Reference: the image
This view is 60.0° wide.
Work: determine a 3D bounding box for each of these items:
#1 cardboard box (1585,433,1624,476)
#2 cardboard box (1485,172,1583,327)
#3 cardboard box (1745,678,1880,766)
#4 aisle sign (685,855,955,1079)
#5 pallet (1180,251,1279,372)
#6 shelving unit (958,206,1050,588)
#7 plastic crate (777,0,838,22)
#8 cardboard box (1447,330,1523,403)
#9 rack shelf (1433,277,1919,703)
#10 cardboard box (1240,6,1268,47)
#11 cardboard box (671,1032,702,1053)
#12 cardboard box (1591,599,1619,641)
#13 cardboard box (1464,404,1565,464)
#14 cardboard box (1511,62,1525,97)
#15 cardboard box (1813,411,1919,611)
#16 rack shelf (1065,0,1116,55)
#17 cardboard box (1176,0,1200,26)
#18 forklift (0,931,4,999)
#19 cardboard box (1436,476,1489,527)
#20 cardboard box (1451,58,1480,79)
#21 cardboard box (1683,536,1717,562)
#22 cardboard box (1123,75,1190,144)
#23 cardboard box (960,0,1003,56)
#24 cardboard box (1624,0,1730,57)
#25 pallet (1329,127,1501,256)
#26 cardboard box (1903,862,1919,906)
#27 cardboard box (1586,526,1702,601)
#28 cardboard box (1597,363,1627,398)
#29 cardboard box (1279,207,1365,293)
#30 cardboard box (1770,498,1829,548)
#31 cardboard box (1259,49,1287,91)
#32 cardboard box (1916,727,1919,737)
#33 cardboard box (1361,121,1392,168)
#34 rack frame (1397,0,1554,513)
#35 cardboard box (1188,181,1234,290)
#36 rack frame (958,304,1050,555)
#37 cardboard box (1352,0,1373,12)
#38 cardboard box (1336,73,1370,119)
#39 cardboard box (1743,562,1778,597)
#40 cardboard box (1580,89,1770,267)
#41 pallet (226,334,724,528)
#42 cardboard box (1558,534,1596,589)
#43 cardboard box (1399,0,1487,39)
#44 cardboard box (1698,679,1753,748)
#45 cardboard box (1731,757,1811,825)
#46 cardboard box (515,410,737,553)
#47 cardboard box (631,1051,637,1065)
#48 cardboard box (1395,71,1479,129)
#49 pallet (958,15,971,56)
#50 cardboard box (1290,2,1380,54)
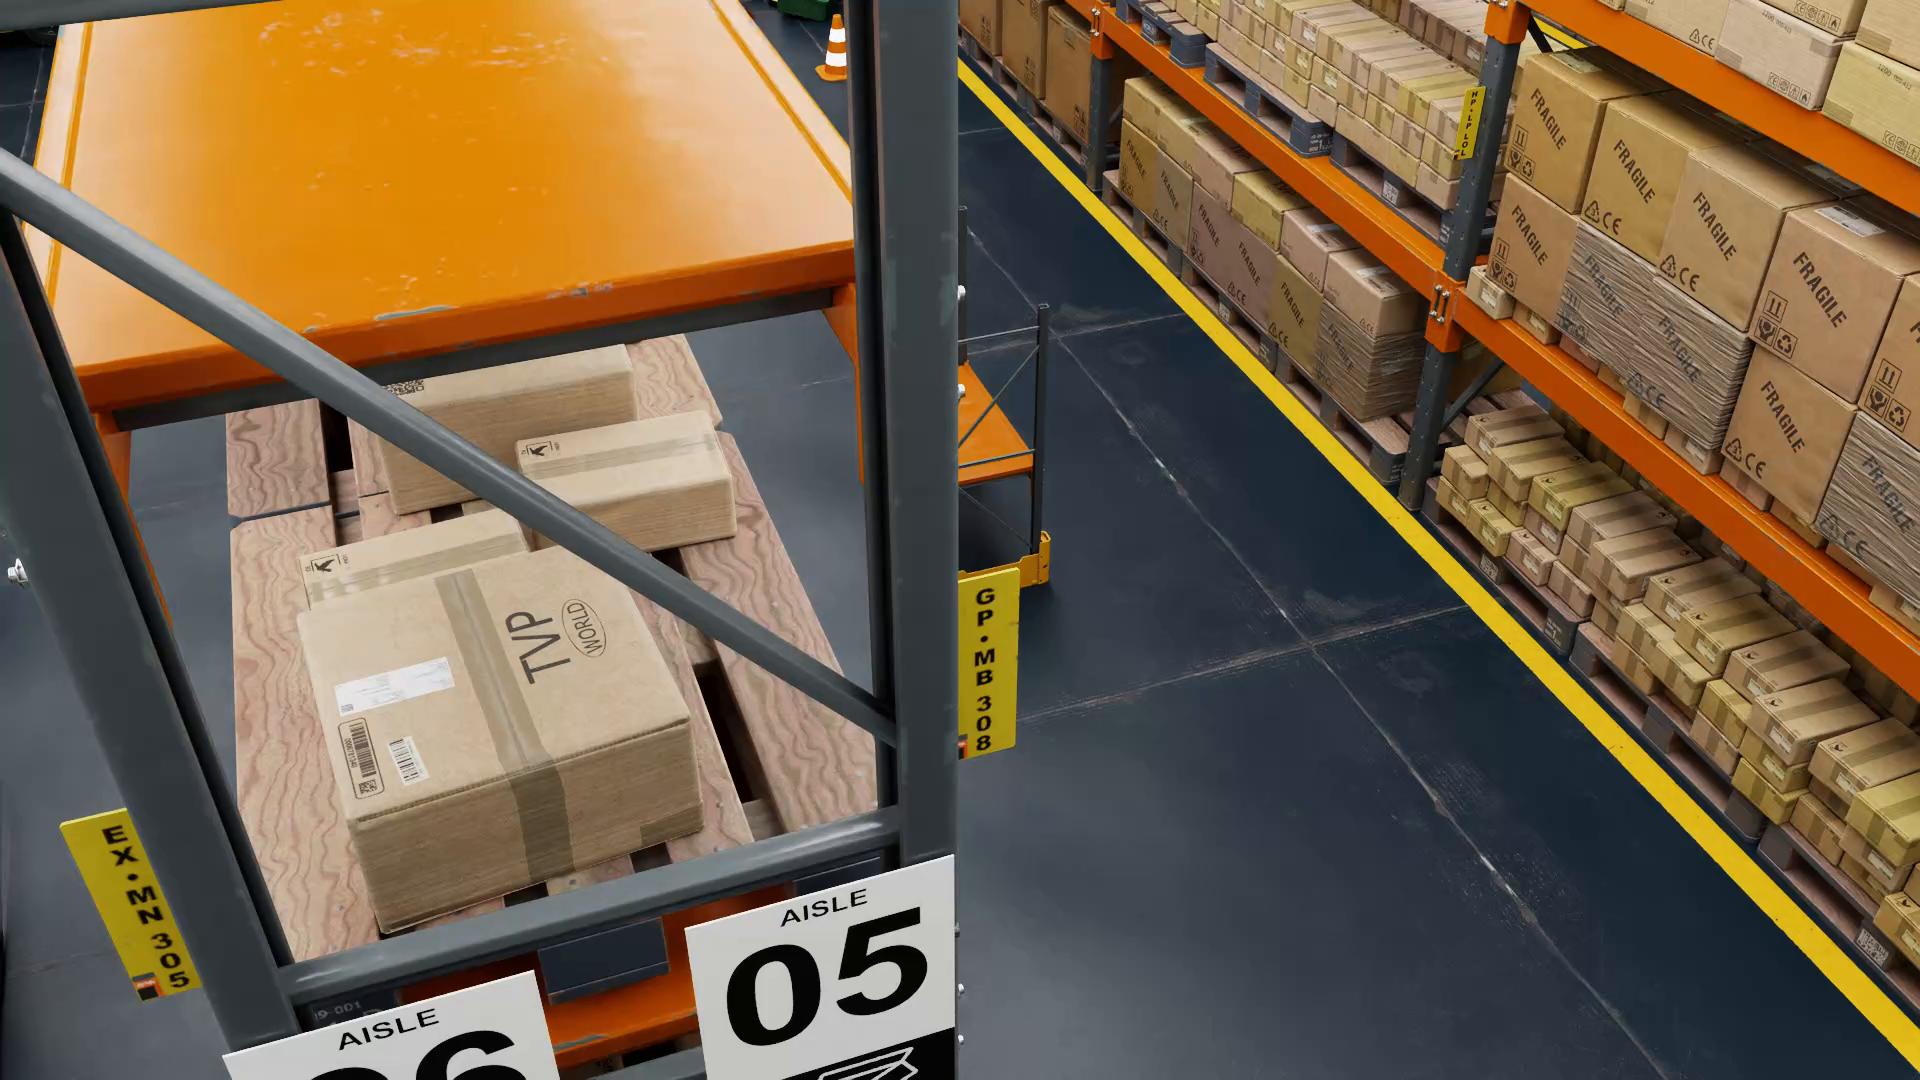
[{"bbox_3d":[3.237,-0.457,7.950,0.380,0.149,0.250,-12,39,-15],"label":"cardboard box"},{"bbox_3d":[2.679,-1.301,7.214,0.500,0.500,0.500,-13,39,-17],"label":"cardboard box"},{"bbox_3d":[3.287,0.699,6.415,0.380,0.149,0.250,-11,38,-14],"label":"cardboard box"},{"bbox_3d":[-0.194,0.810,2.581,0.394,0.787,0.004,-12,39,-16],"label":"aisle sign"},{"bbox_3d":[2.053,-1.490,10.113,1.003,0.211,1.213,-12,39,-16],"label":"pallet"},{"bbox_3d":[-0.026,-0.642,7.916,0.587,1.500,1.083,-12,39,-16],"label":"shelving unit"},{"bbox_3d":[-1.297,-4.720,14.373,0.450,0.188,0.662,14,38,2],"label":"plastic crate"},{"bbox_3d":[2.740,-1.115,9.027,0.500,0.500,0.500,-11,38,-14],"label":"cardboard box"},{"bbox_3d":[3.434,-0.057,6.490,1.077,0.370,4.000,-12,39,-16],"label":"rack shelf"},{"bbox_3d":[1.791,-2.878,9.250,0.380,0.149,0.250,-13,39,-16],"label":"cardboard box"},{"bbox_3d":[-0.353,0.912,3.154,0.380,0.149,0.250,-12,39,-15],"label":"cardboard box"},{"bbox_3d":[3.055,0.327,7.403,0.380,0.149,0.250,-14,39,-18],"label":"cardboard box"},{"bbox_3d":[2.669,-0.503,8.011,0.380,0.149,0.250,-11,38,-14],"label":"cardboard box"},{"bbox_3d":[2.940,-2.253,8.173,0.380,0.149,0.250,-11,38,-15],"label":"cardboard box"},{"bbox_3d":[3.370,-0.150,5.686,0.500,0.500,0.500,-12,39,-16],"label":"cardboard box"},{"bbox_3d":[0.681,-4.576,12.490,1.077,0.370,4.000,-12,39,-16],"label":"rack shelf"},{"bbox_3d":[1.519,-3.202,9.928,0.380,0.149,0.250,-11,38,-14],"label":"cardboard box"},{"bbox_3d":[-3.974,0.680,4.971,1.130,2.935,3.031,-14,39,-18],"label":"forklift"},{"bbox_3d":[2.569,-0.231,8.144,0.380,0.149,0.250,-14,39,-18],"label":"cardboard box"},{"bbox_3d":[2.771,-2.416,8.638,0.380,0.149,0.250,-14,39,-18],"label":"cardboard box"},{"bbox_3d":[3.466,0.090,7.470,0.380,0.149,0.250,-12,38,-15],"label":"cardboard box"},{"bbox_3d":[1.379,-2.763,10.590,0.500,0.250,0.500,-14,39,-18],"label":"cardboard box"},{"bbox_3d":[0.619,-4.384,13.159,1.050,0.750,0.750,-12,39,-16],"label":"cardboard box"},{"bbox_3d":[2.838,-2.015,6.124,0.500,0.250,0.500,-13,39,-17],"label":"cardboard box"},{"bbox_3d":[2.619,-1.859,8.445,1.003,0.211,1.213,-12,39,-16],"label":"pallet"},{"bbox_3d":[3.633,1.240,5.944,0.380,0.149,0.250,-13,39,-17],"label":"cardboard box"},{"bbox_3d":[2.964,0.101,7.209,0.380,0.149,0.250,-12,39,-15],"label":"cardboard box"},{"bbox_3d":[2.923,-0.721,6.983,0.380,0.149,0.250,-14,39,-18],"label":"cardboard box"},{"bbox_3d":[2.087,-1.604,9.052,0.500,0.250,0.500,-11,38,-14],"label":"cardboard box"},{"bbox_3d":[3.277,-0.132,6.201,0.380,0.149,0.250,-12,39,-15],"label":"cardboard box"},{"bbox_3d":[1.880,-2.610,9.143,0.380,0.149,0.250,-14,39,-17],"label":"cardboard box"},{"bbox_3d":[3.923,0.730,6.374,0.380,0.149,0.250,-14,39,-18],"label":"cardboard box"},{"bbox_3d":[2.249,-2.012,8.349,0.380,0.149,0.250,-13,39,-16],"label":"cardboard box"},{"bbox_3d":[2.745,-1.474,7.774,1.000,3.000,0.127,-12,39,-16],"label":"rack frame"},{"bbox_3d":[1.730,-1.878,10.039,0.500,0.500,0.500,-13,39,-17],"label":"cardboard box"},{"bbox_3d":[0.146,-0.360,7.542,0.500,1.500,0.032,-12,39,-16],"label":"rack frame"},{"bbox_3d":[2.412,-3.007,9.421,0.380,0.149,0.250,-11,38,-15],"label":"cardboard box"},{"bbox_3d":[2.150,-2.287,8.466,0.380,0.149,0.250,-14,39,-17],"label":"cardboard box"},{"bbox_3d":[3.630,0.128,7.173,0.380,0.149,0.250,-14,39,-18],"label":"cardboard box"},{"bbox_3d":[2.865,-1.437,6.564,0.500,0.500,0.500,-14,39,-17],"label":"cardboard box"},{"bbox_3d":[-1.180,-0.402,3.932,1.003,0.211,1.213,-12,39,-16],"label":"pallet"},{"bbox_3d":[2.949,0.057,7.515,0.380,0.149,0.250,-14,39,-18],"label":"cardboard box"},{"bbox_3d":[2.596,-2.827,8.935,0.380,0.149,0.250,-11,38,-14],"label":"cardboard box"},{"bbox_3d":[3.231,0.667,6.705,0.380,0.149,0.250,-11,38,-14],"label":"cardboard box"},{"bbox_3d":[3.307,0.943,6.585,0.380,0.149,0.250,-14,39,-18],"label":"cardboard box"},{"bbox_3d":[-0.650,-0.100,3.233,0.380,0.149,0.250,-11,38,-14],"label":"cardboard box"},{"bbox_3d":[-0.587,1.217,4.118,0.500,0.500,0.500,-13,39,-17],"label":"cardboard box"},{"bbox_3d":[2.331,-2.117,7.993,0.380,0.149,0.250,-14,39,-17],"label":"cardboard box"},{"bbox_3d":[0.329,-4.459,14.055,1.003,0.211,1.213,-12,39,-16],"label":"pallet"},{"bbox_3d":[1.976,-2.702,8.769,0.380,0.149,0.250,-14,39,-18],"label":"cardboard box"}]
